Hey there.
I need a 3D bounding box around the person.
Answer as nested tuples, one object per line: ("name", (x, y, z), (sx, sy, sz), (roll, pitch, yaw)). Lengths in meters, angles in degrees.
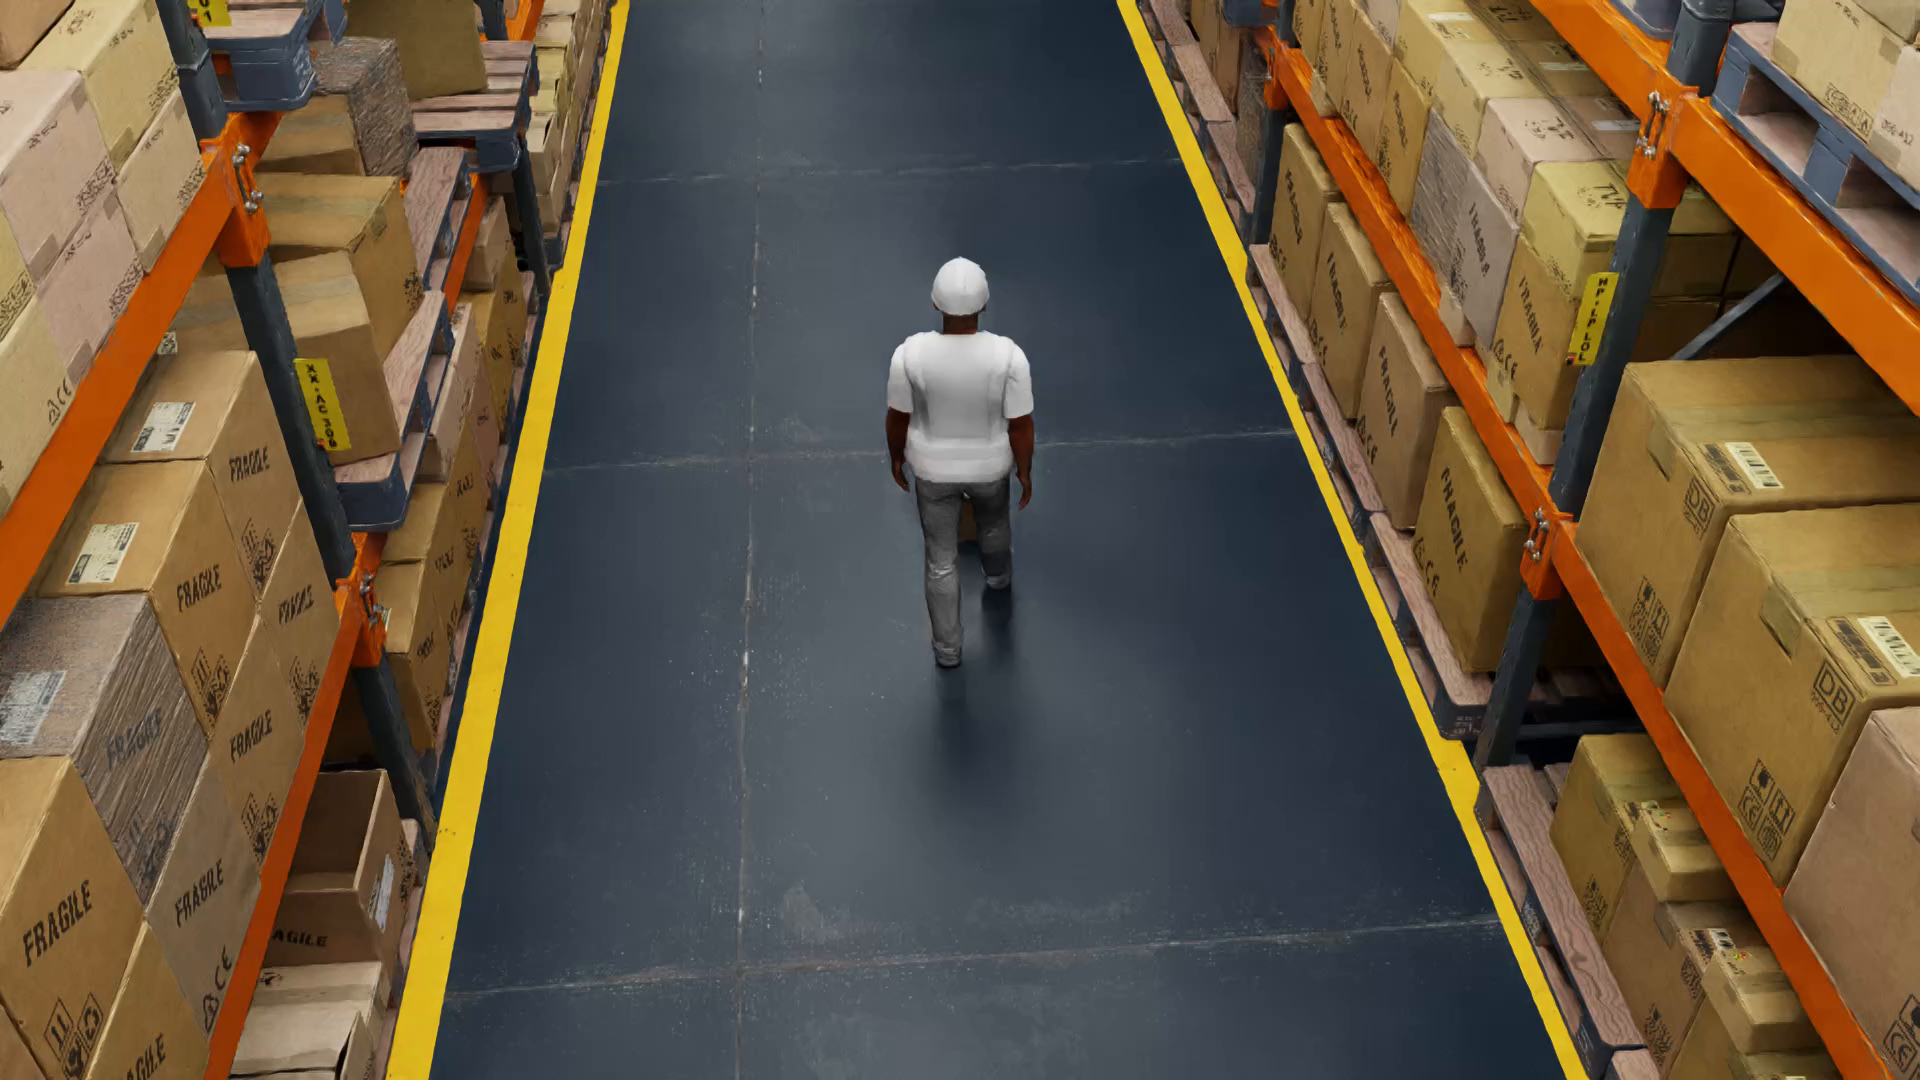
("person", (-0.005, -0.389, 6.605), (0.567, 1.747, 0.792), (-1, 39, -2))
